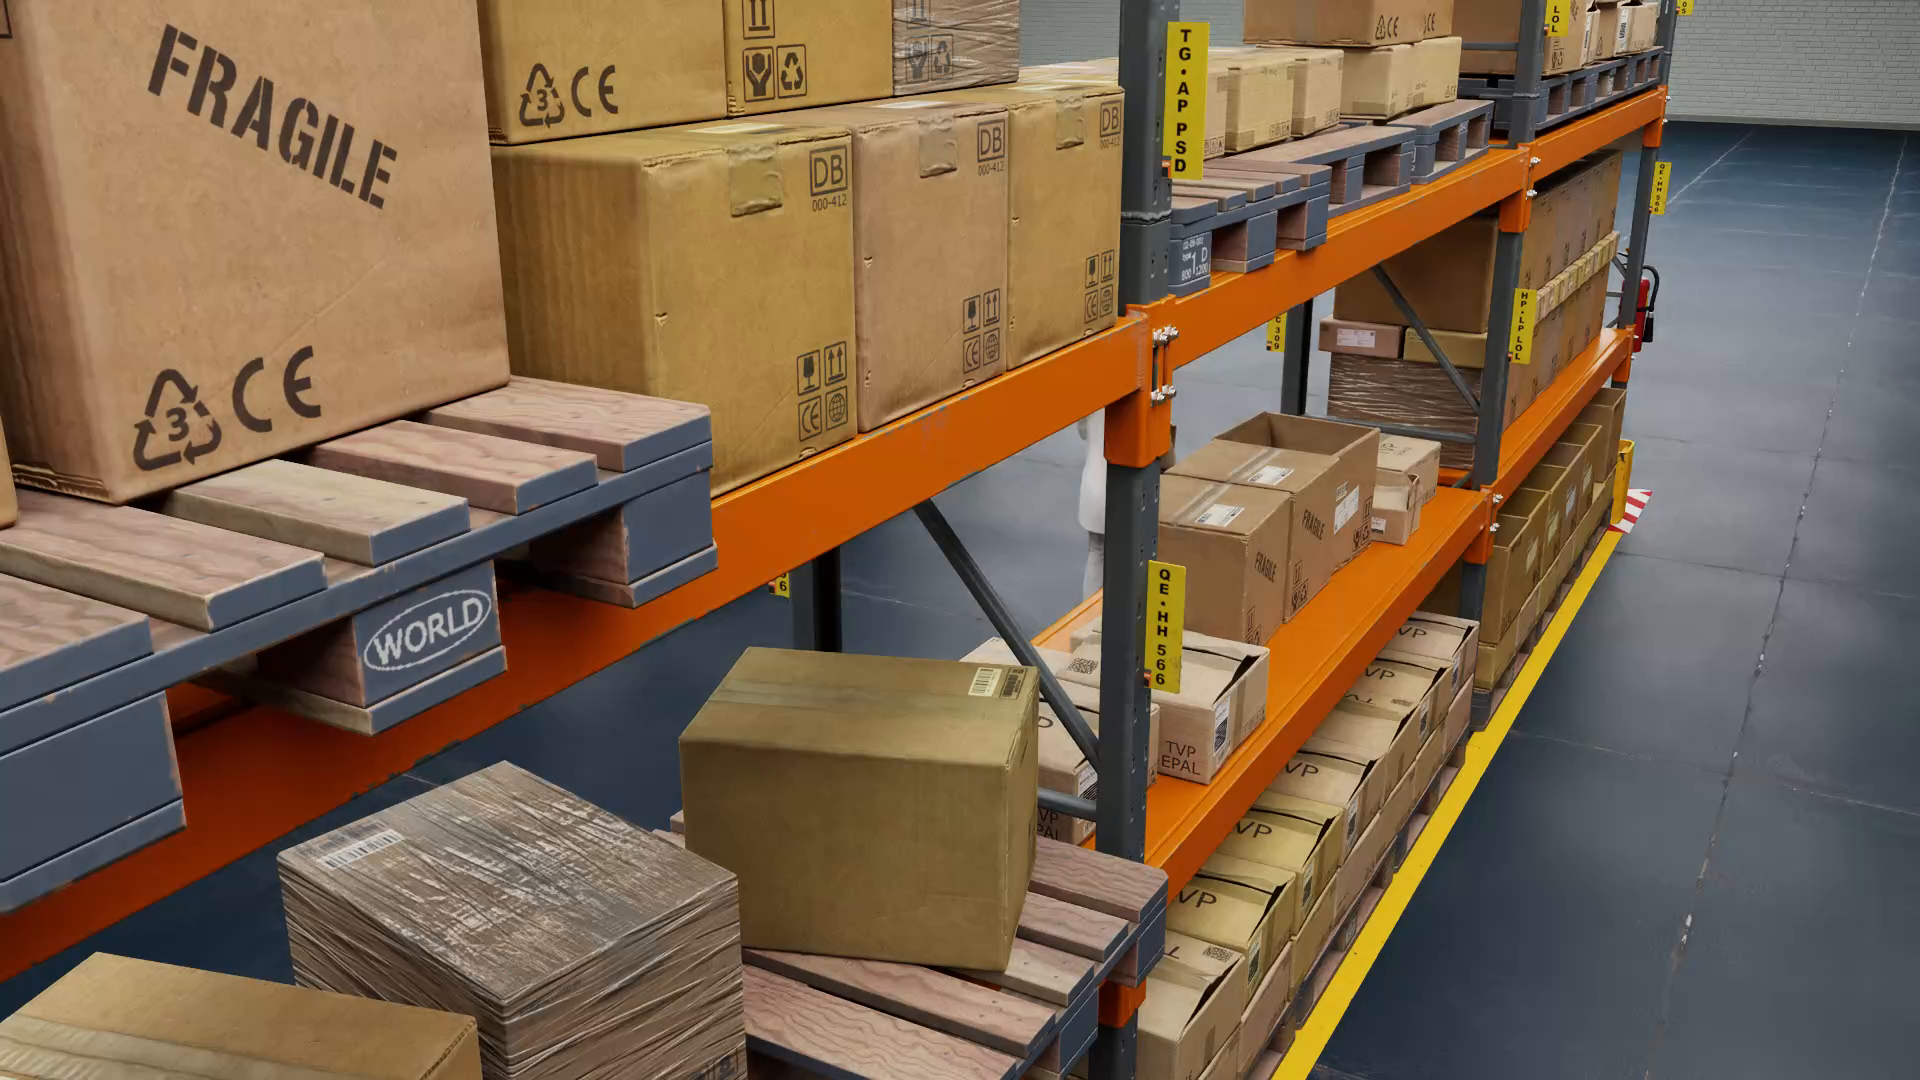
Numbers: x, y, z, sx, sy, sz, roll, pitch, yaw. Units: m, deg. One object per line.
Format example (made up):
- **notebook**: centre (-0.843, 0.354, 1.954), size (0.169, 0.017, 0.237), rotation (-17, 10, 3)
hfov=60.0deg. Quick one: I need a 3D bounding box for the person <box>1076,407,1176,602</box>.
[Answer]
- **person**: centre (0.903, -0.299, 8.949), size (0.529, 1.775, 0.554), rotation (11, 22, 28)
